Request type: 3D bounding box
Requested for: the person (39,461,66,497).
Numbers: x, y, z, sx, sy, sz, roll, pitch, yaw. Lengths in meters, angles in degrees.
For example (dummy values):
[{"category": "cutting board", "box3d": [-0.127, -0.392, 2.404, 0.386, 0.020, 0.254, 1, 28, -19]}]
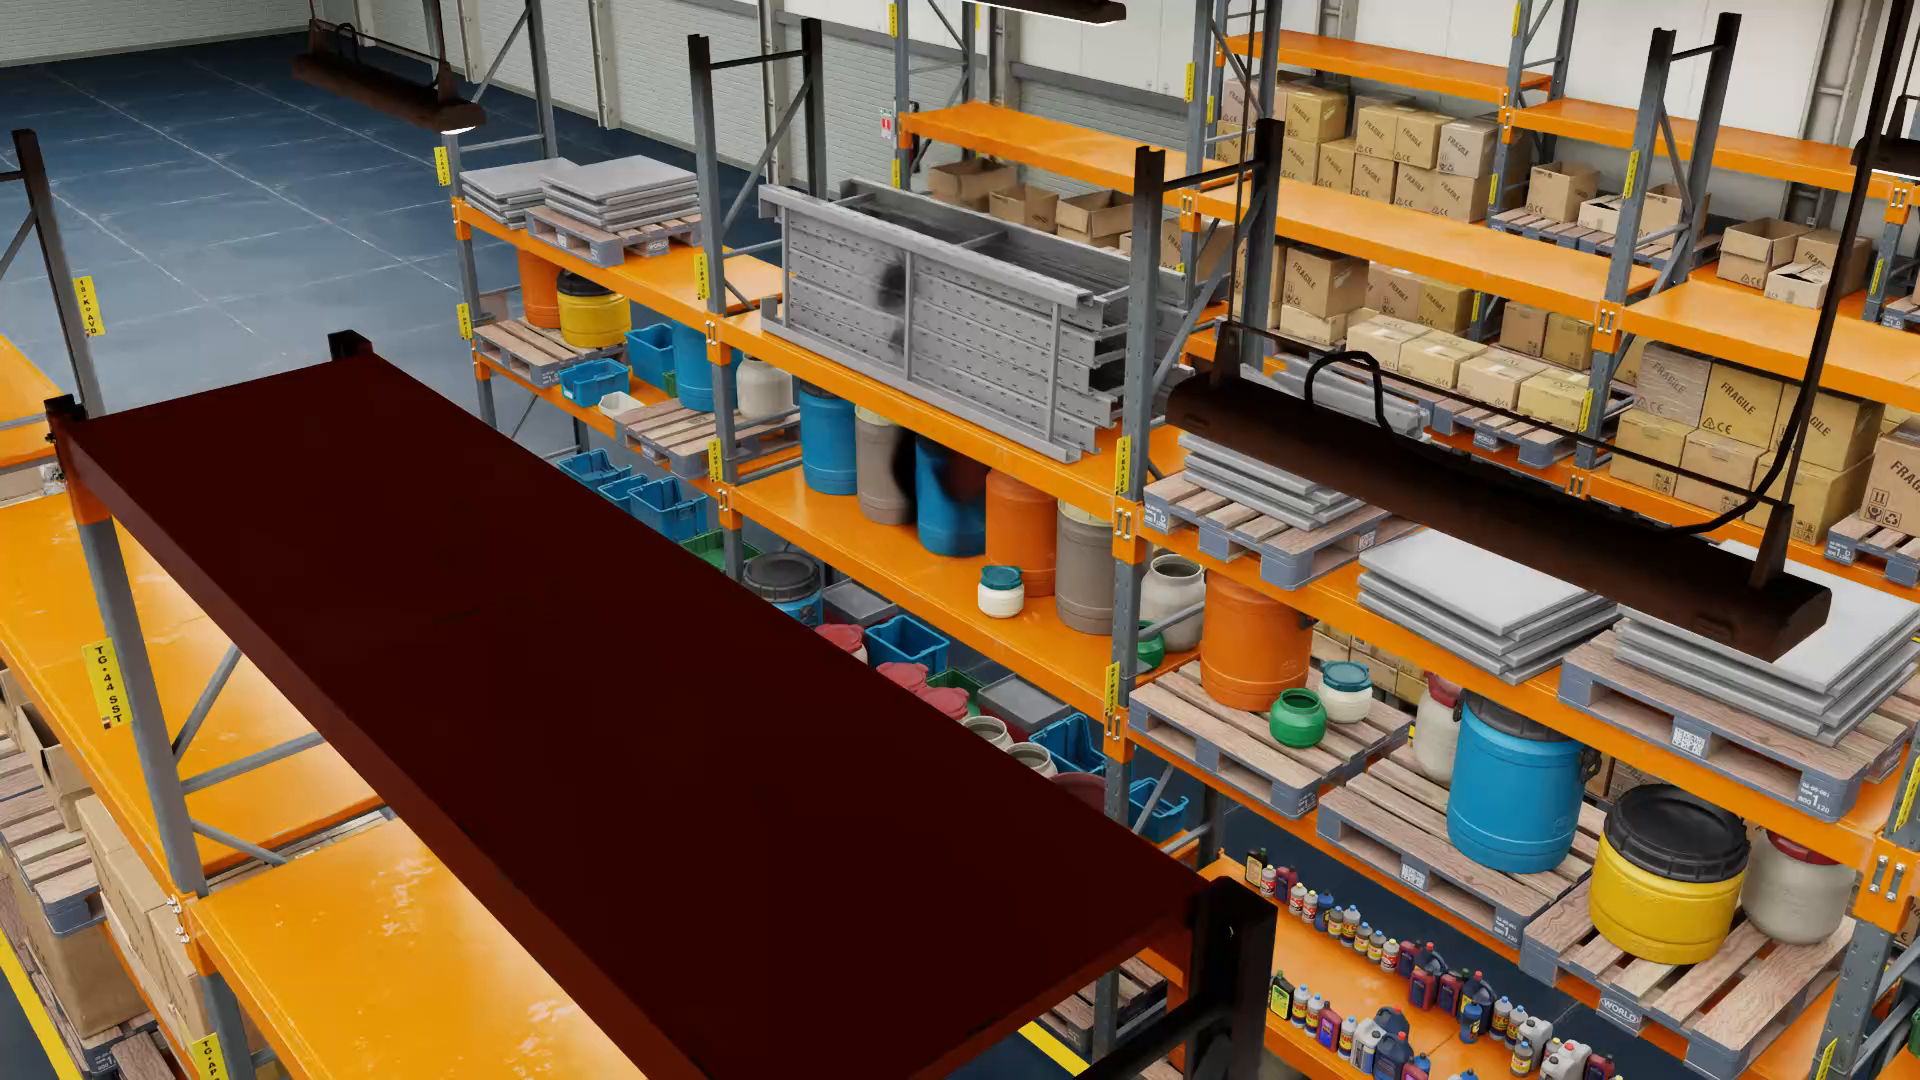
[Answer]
[{"category": "person", "box3d": [-8.970, -0.423, 16.510, 0.848, 1.727, 0.563, -4, 27, -8]}]
